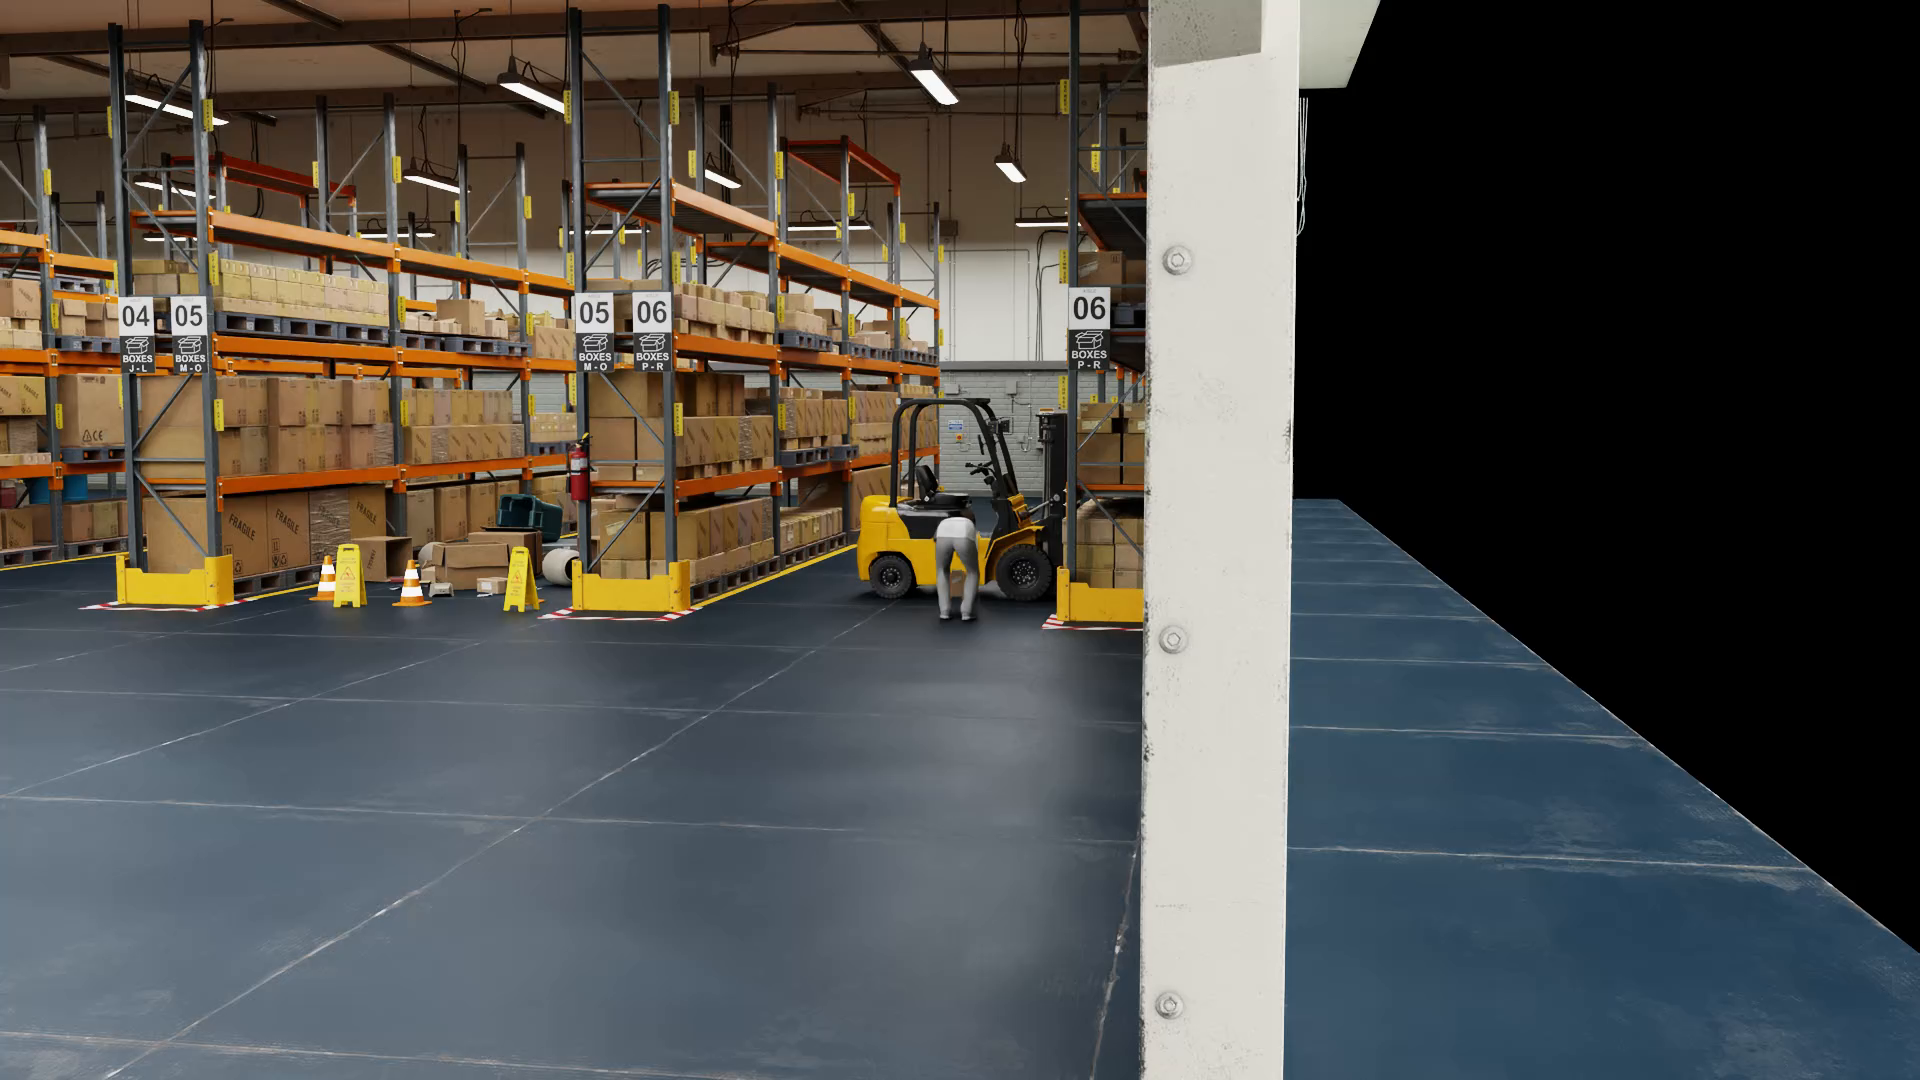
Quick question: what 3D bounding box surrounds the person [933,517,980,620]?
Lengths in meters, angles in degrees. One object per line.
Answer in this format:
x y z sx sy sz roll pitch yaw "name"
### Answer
-0.011 0.262 16.314 0.433 0.999 0.931 0 5 6 "person"
